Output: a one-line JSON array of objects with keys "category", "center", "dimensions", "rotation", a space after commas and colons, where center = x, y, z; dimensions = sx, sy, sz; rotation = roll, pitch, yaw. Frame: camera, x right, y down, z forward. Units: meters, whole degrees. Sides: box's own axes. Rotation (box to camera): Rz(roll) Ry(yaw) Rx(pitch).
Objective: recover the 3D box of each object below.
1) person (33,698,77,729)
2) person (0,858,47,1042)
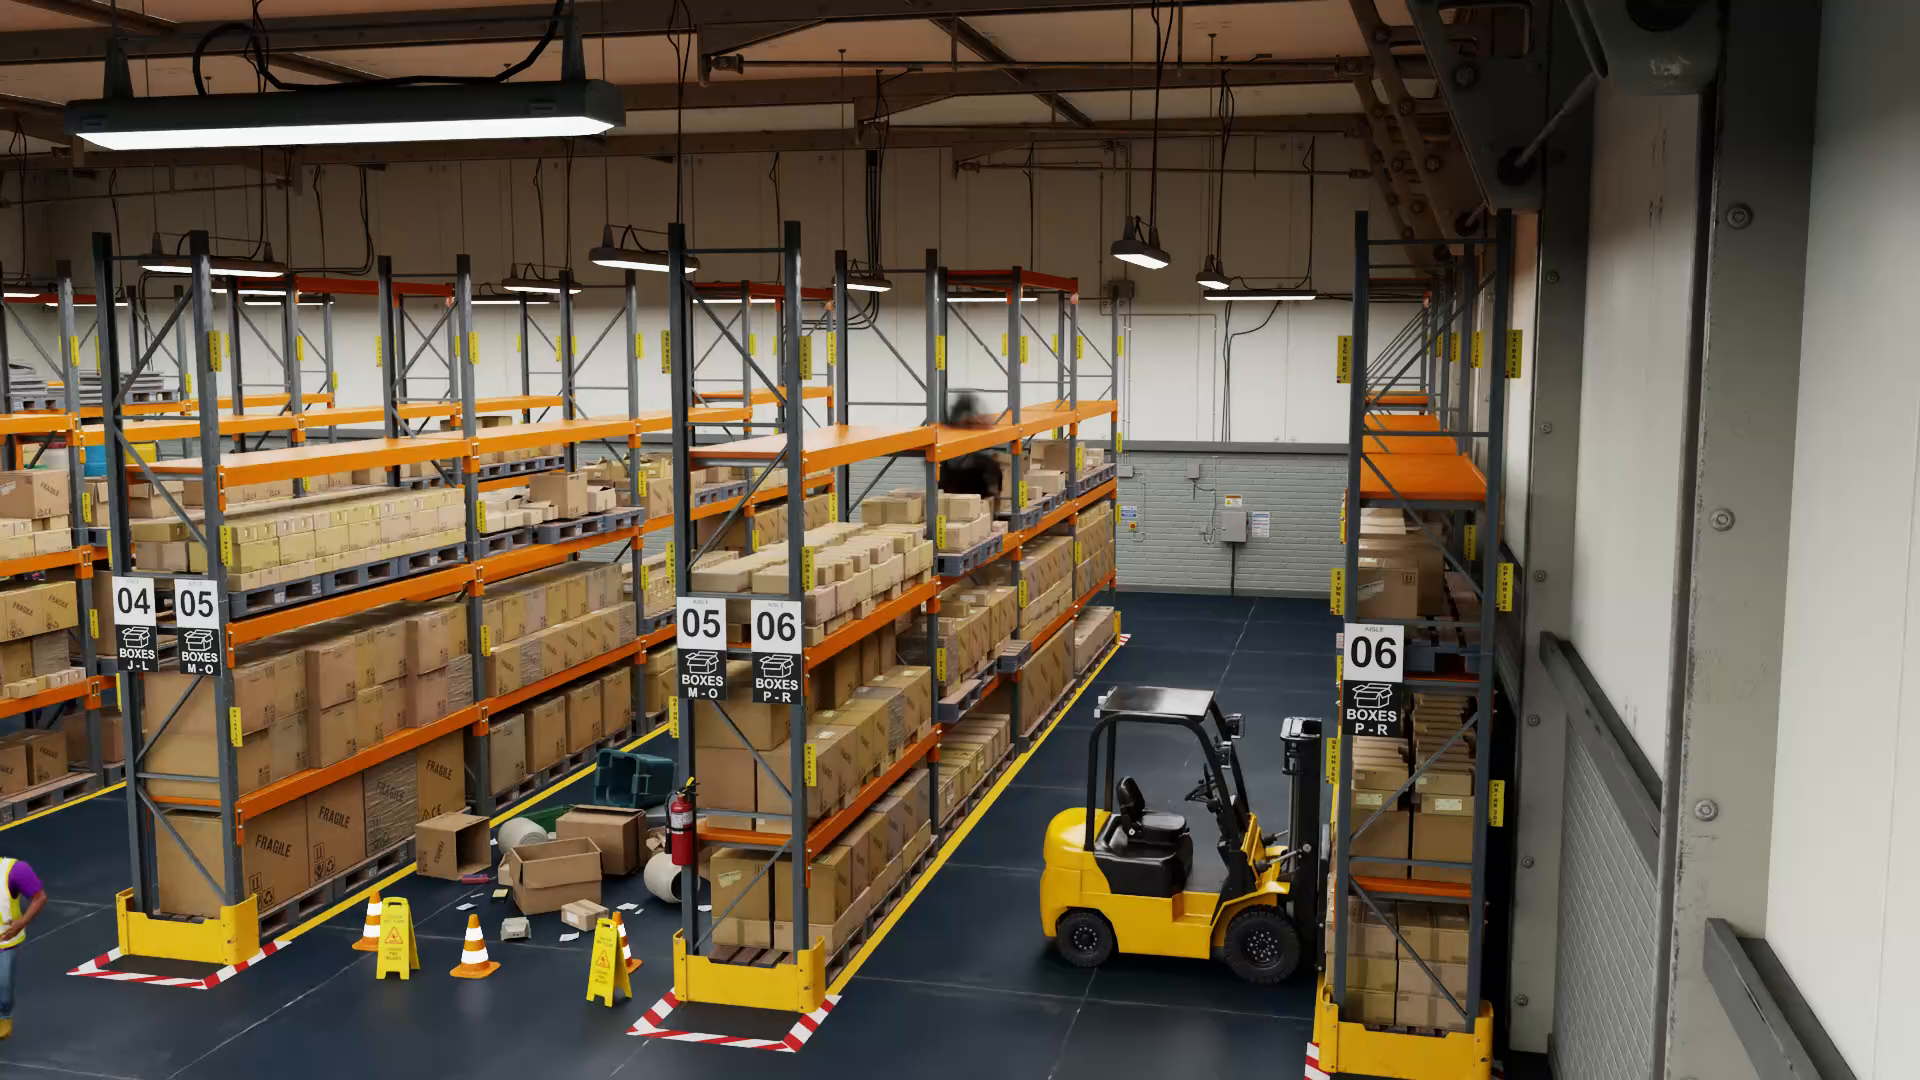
[{"category": "person", "center": [-12.213, 1.646, 22.299], "dimensions": [0.582, 1.691, 0.775], "rotation": [0, 7, 2]}, {"category": "person", "center": [-6.830, 2.858, 11.750], "dimensions": [0.710, 1.770, 0.890], "rotation": [-3, 8, -24]}]
